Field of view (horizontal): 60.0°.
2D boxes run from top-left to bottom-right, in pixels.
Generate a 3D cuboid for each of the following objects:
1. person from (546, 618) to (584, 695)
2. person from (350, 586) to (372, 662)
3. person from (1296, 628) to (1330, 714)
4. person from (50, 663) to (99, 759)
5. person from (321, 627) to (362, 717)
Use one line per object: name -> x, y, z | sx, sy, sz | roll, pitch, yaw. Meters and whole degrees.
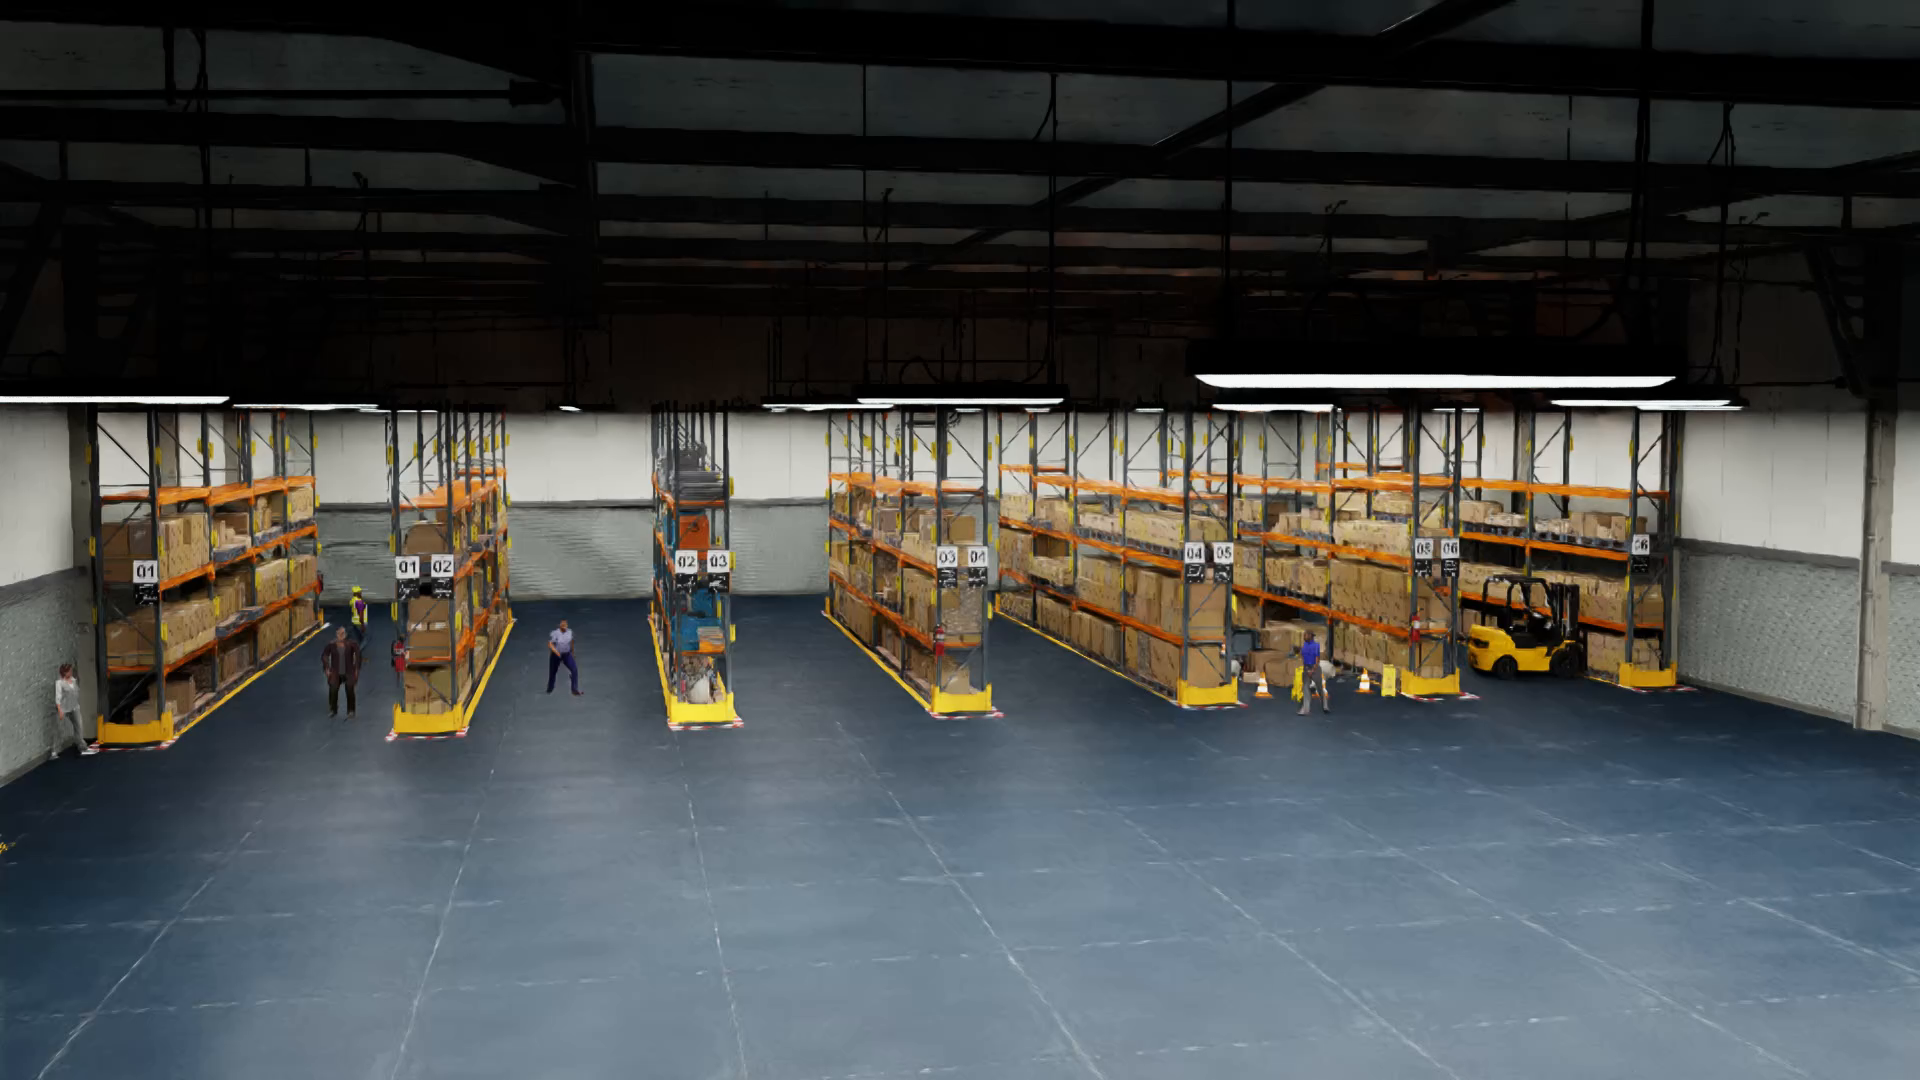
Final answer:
person -> -8.126, 2.370, 34.015 | 0.655, 1.564, 0.824 | -2, 5, -29
person -> -13.899, 1.942, 38.461 | 0.456, 1.762, 0.607 | -3, 6, -39
person -> 6.774, 2.501, 31.868 | 0.683, 1.645, 0.488 | -3, 5, -38
person -> -14.832, 2.829, 27.712 | 0.526, 1.586, 0.636 | 2, 5, 22
person -> -11.685, 2.492, 31.455 | 0.729, 1.733, 0.546 | -1, 4, -14
